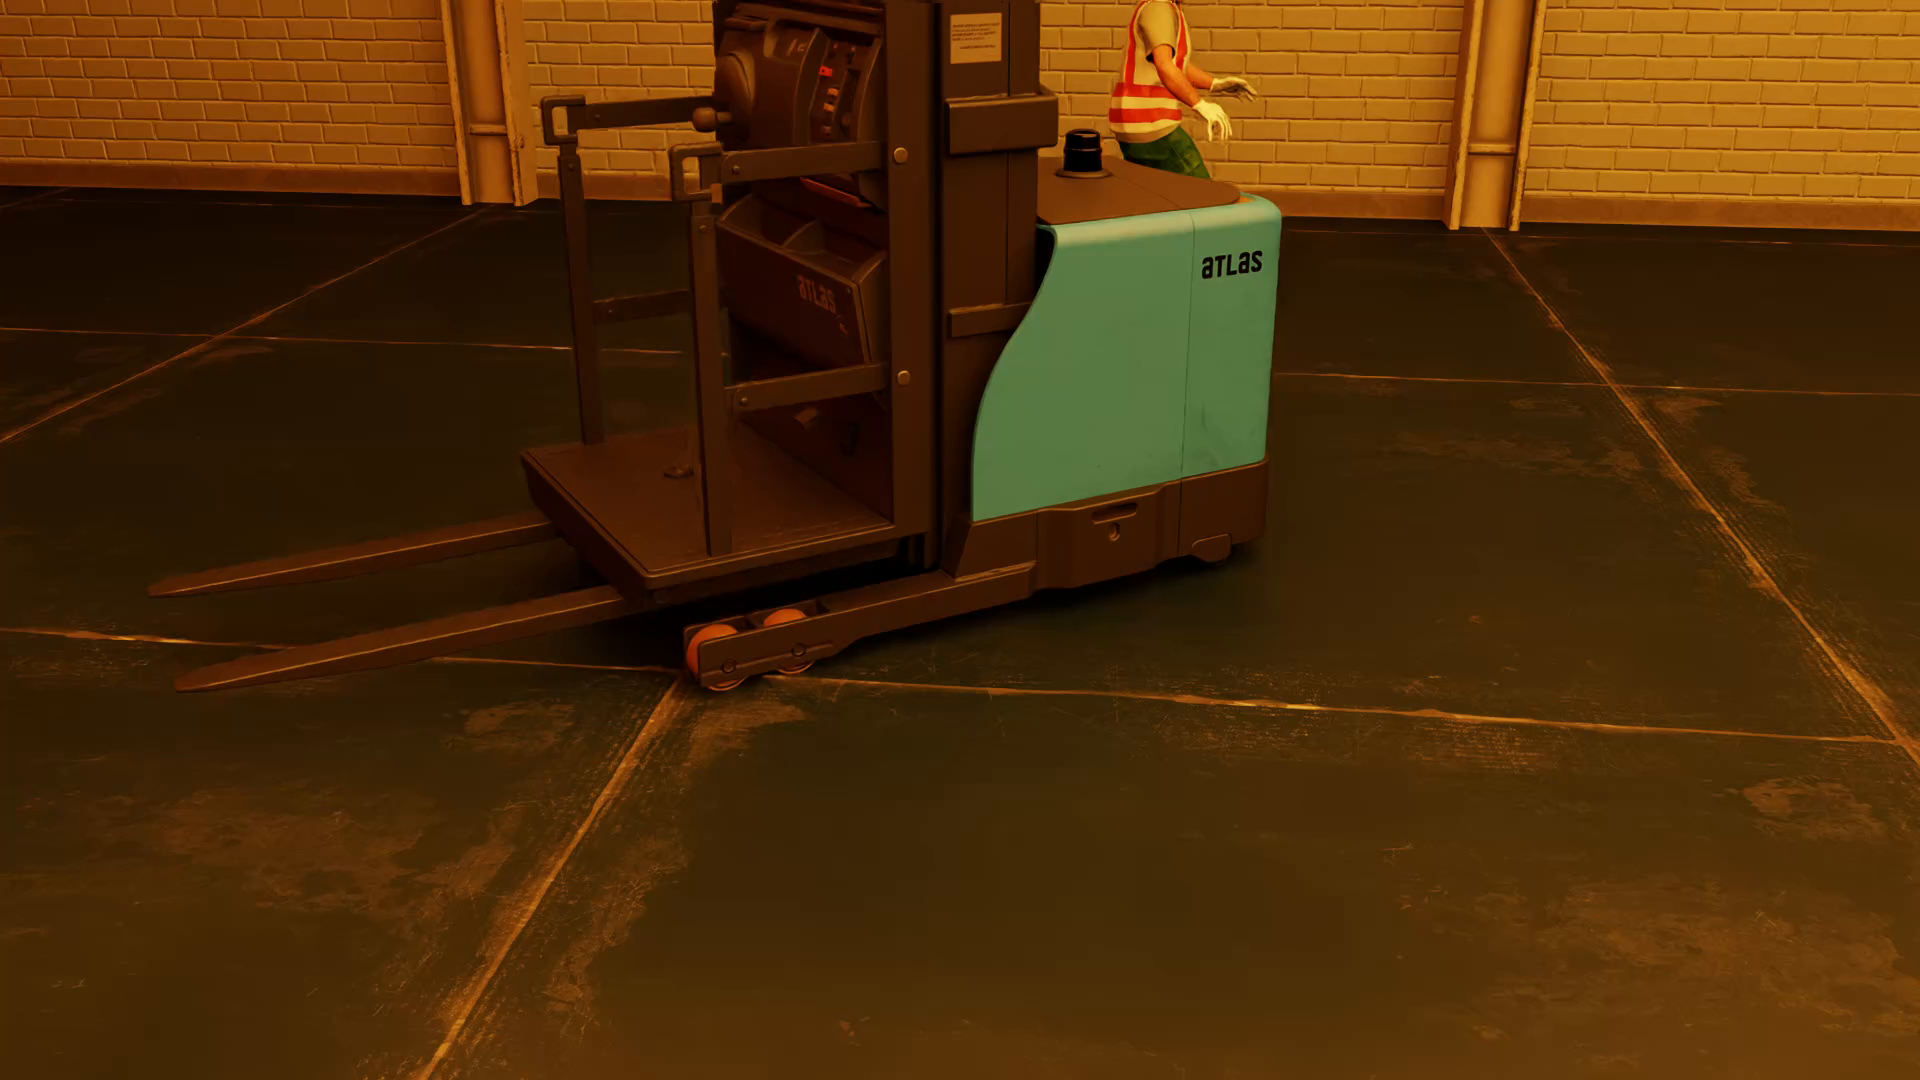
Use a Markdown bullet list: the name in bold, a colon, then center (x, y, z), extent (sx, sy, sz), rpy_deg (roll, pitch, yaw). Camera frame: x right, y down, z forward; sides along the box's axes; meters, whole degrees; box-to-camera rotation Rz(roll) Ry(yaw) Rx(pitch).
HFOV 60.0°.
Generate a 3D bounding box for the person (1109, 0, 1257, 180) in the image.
- **person**: center (1.063, -1.901, 7.664), extent (0.784, 1.663, 0.859), rpy_deg (-4, 22, -9)

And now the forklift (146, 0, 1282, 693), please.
- **forklift**: center (-0.612, -1.201, 4.236), extent (3.031, 2.935, 1.130), rpy_deg (-12, 25, -27)
